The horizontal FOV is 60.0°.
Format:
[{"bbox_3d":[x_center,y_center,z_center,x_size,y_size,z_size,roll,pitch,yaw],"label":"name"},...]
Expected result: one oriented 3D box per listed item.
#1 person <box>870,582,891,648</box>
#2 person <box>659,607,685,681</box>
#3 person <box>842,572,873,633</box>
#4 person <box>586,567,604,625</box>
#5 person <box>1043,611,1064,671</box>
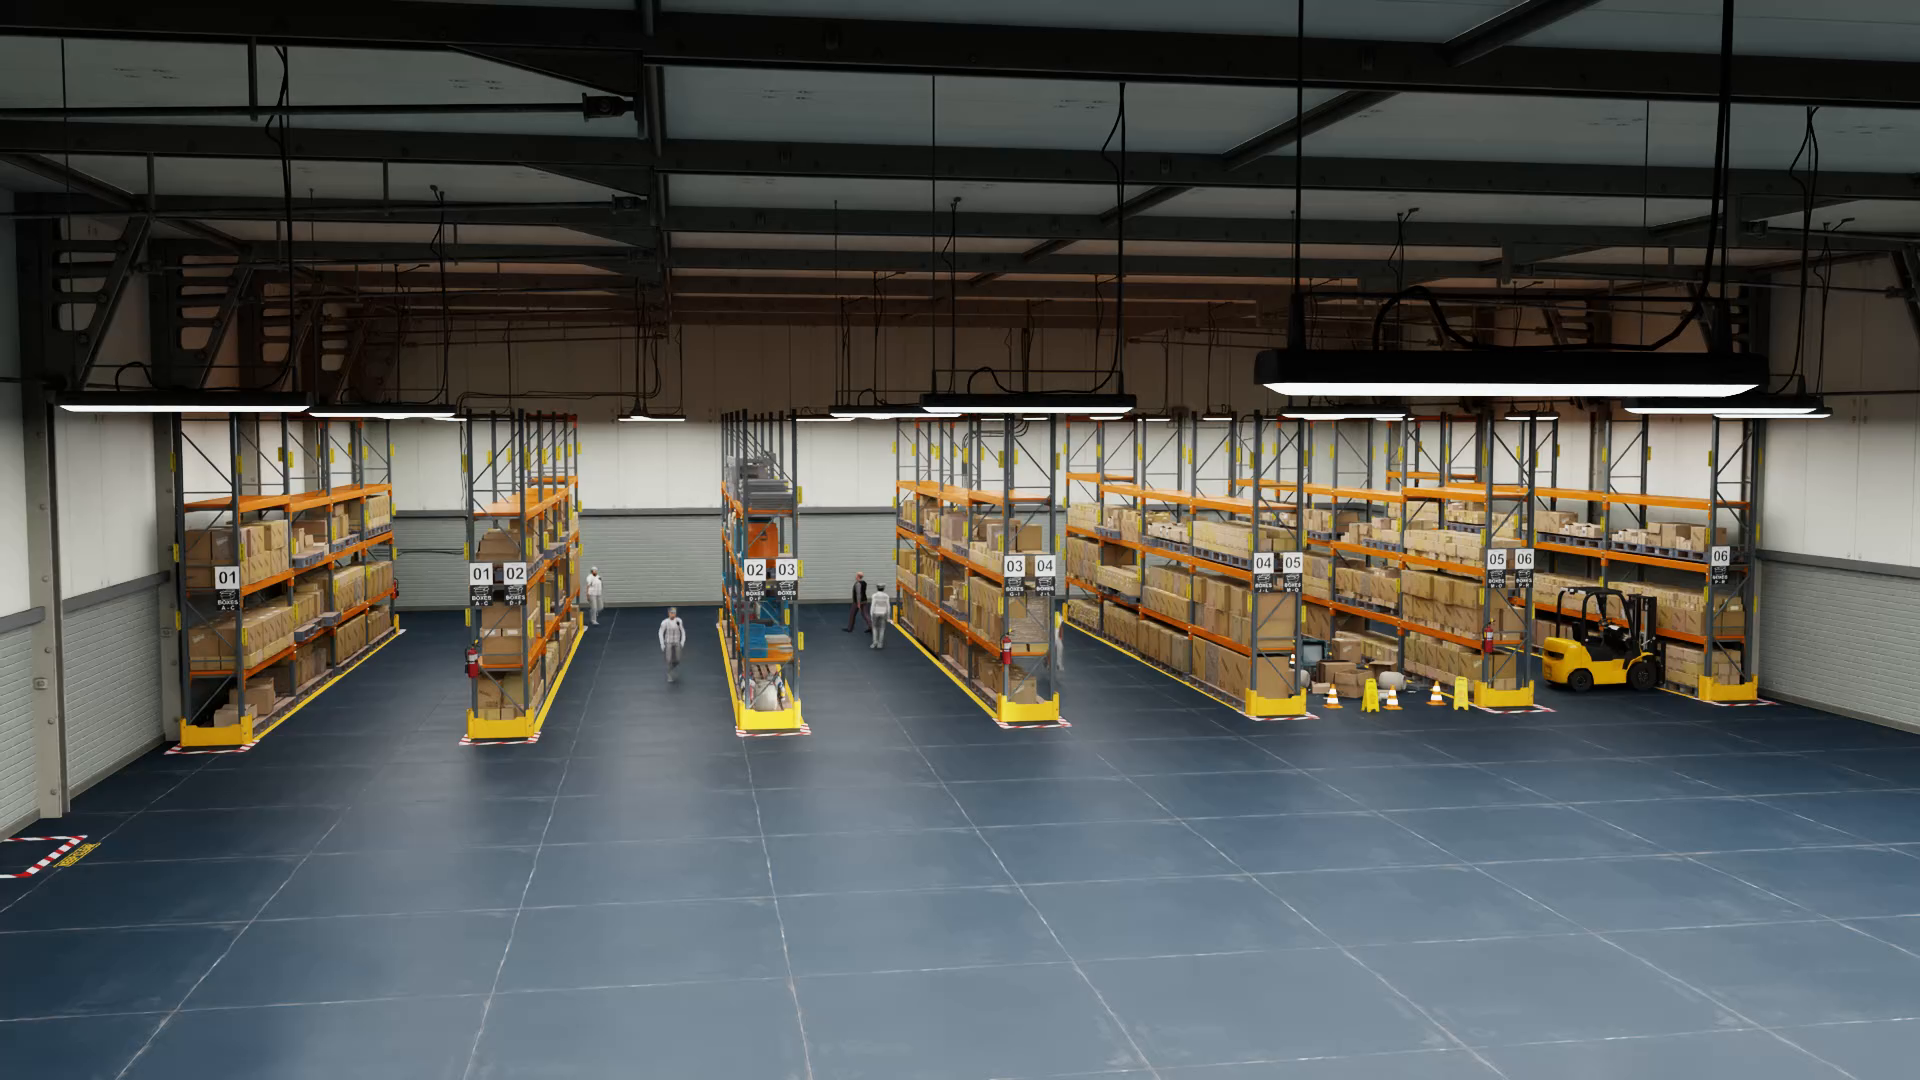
[{"bbox_3d":[-2.032,1.938,42.446,0.528,1.712,0.389,0,4,-3],"label":"person"},{"bbox_3d":[-6.462,2.310,37.251,0.583,1.659,0.548,-1,4,-21],"label":"person"},{"bbox_3d":[-2.782,1.704,45.468,0.963,1.685,0.556,2,4,28],"label":"person"},{"bbox_3d":[-10.459,1.573,47.449,0.550,1.647,0.475,3,5,39],"label":"person"},{"bbox_3d":[2.020,2.097,36.955,0.578,1.536,0.979,0,4,-2],"label":"person"}]
